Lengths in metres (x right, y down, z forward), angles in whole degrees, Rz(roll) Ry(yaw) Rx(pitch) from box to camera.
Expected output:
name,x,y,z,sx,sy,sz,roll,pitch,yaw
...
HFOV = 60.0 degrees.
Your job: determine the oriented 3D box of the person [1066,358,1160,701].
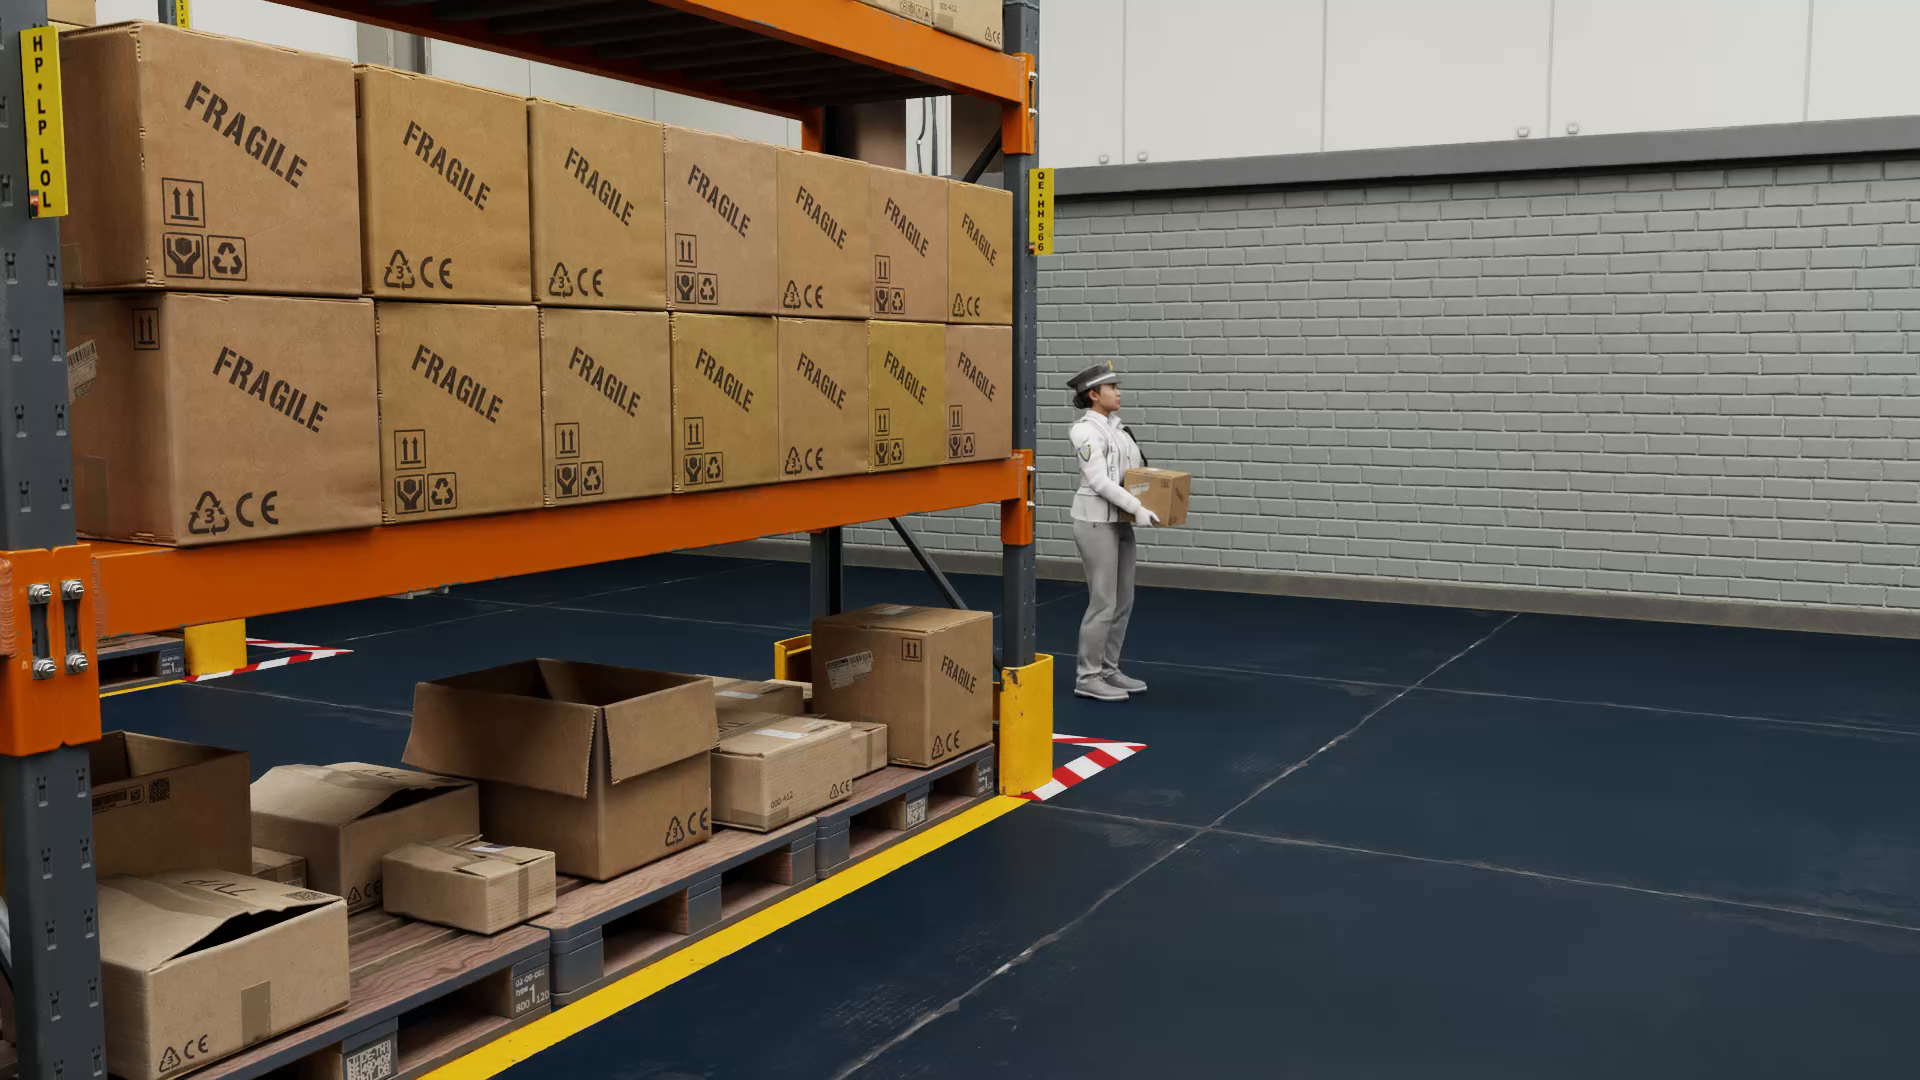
name,x,y,z,sx,sy,sz,roll,pitch,yaw
person,0.789,-0.059,8.296,0.556,1.687,0.461,3,7,29
